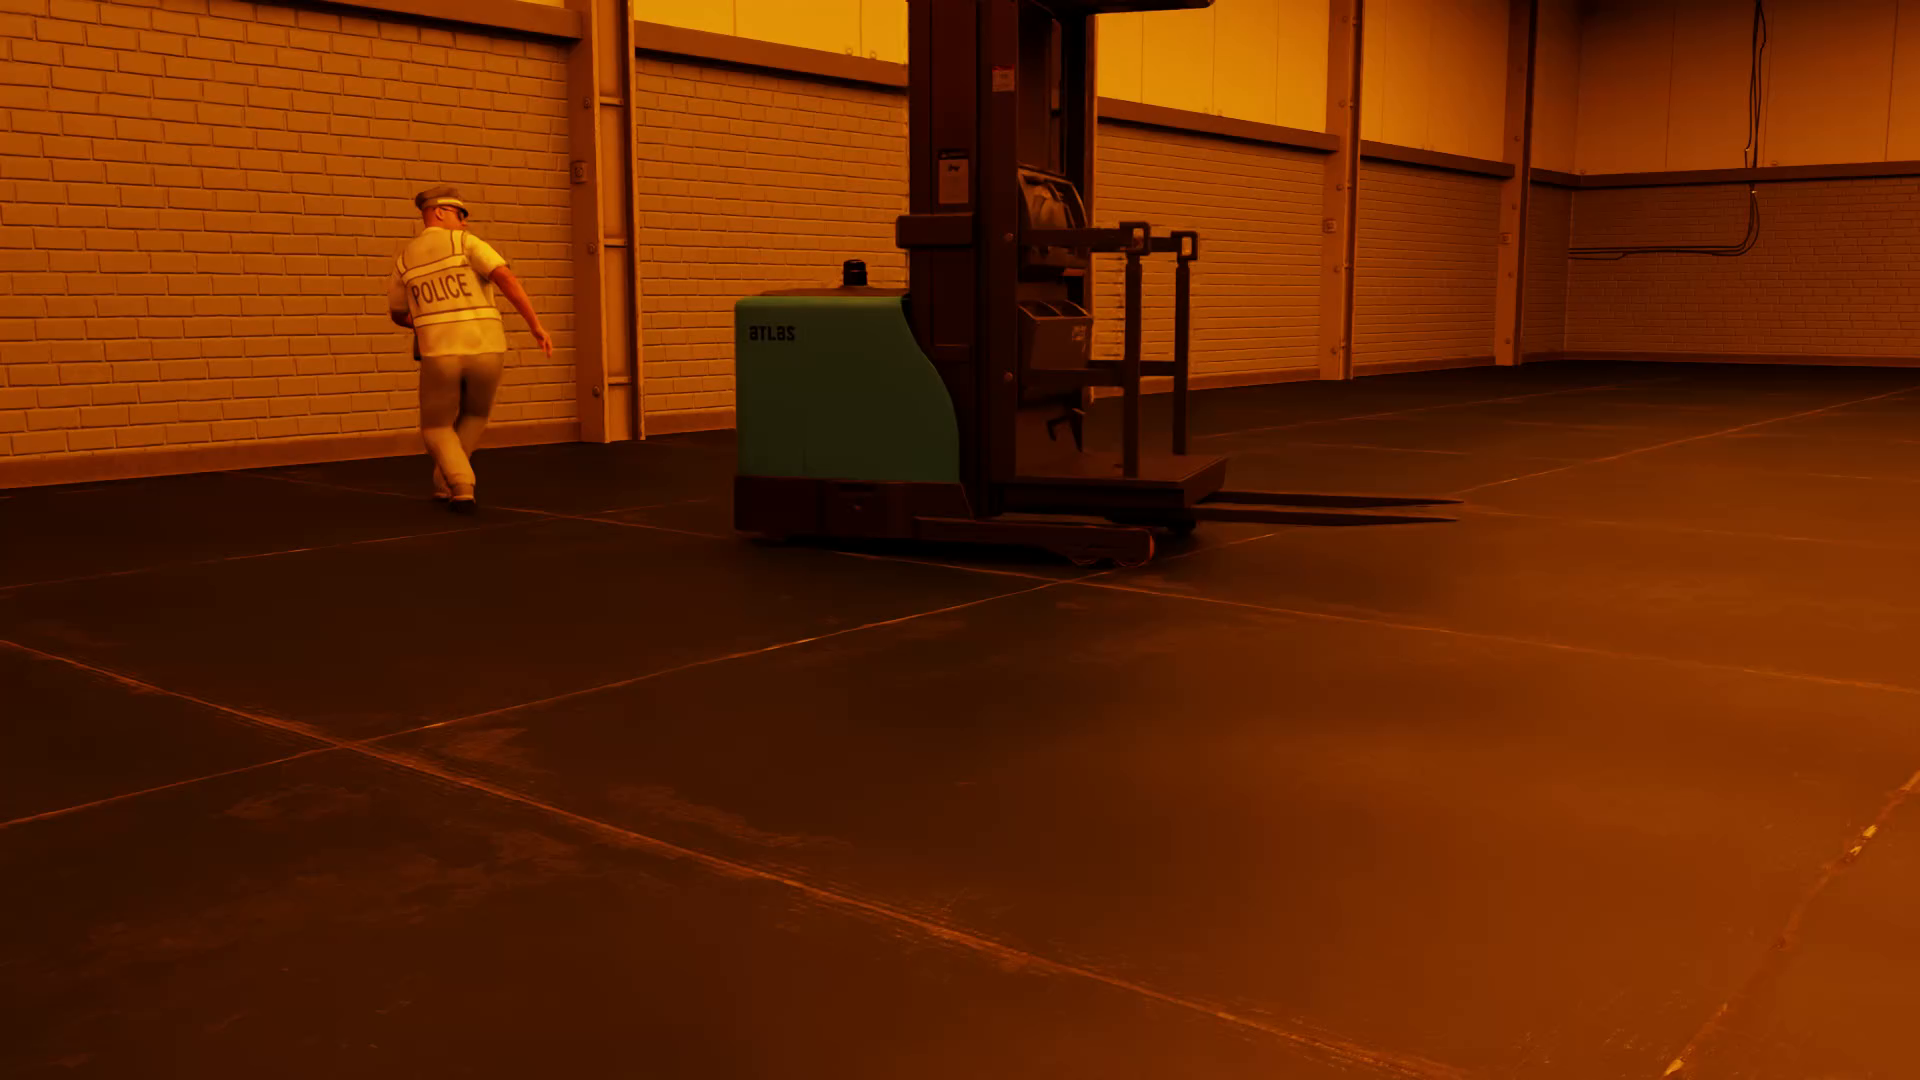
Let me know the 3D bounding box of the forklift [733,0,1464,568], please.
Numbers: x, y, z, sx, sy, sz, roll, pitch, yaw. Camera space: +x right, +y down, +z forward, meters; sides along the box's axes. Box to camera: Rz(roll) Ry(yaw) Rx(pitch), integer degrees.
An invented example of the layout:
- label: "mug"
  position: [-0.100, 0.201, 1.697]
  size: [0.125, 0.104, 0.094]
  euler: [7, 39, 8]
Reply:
- label: "forklift"
  position: [0.587, -1.423, 7.010]
  size: [3.031, 2.935, 1.130]
  euler: [3, 9, 19]

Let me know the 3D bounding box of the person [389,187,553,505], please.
- label: "person"
  position: [-2.520, -0.980, 8.593]
  size: [0.814, 1.650, 0.838]
  euler: [-2, 9, -13]
